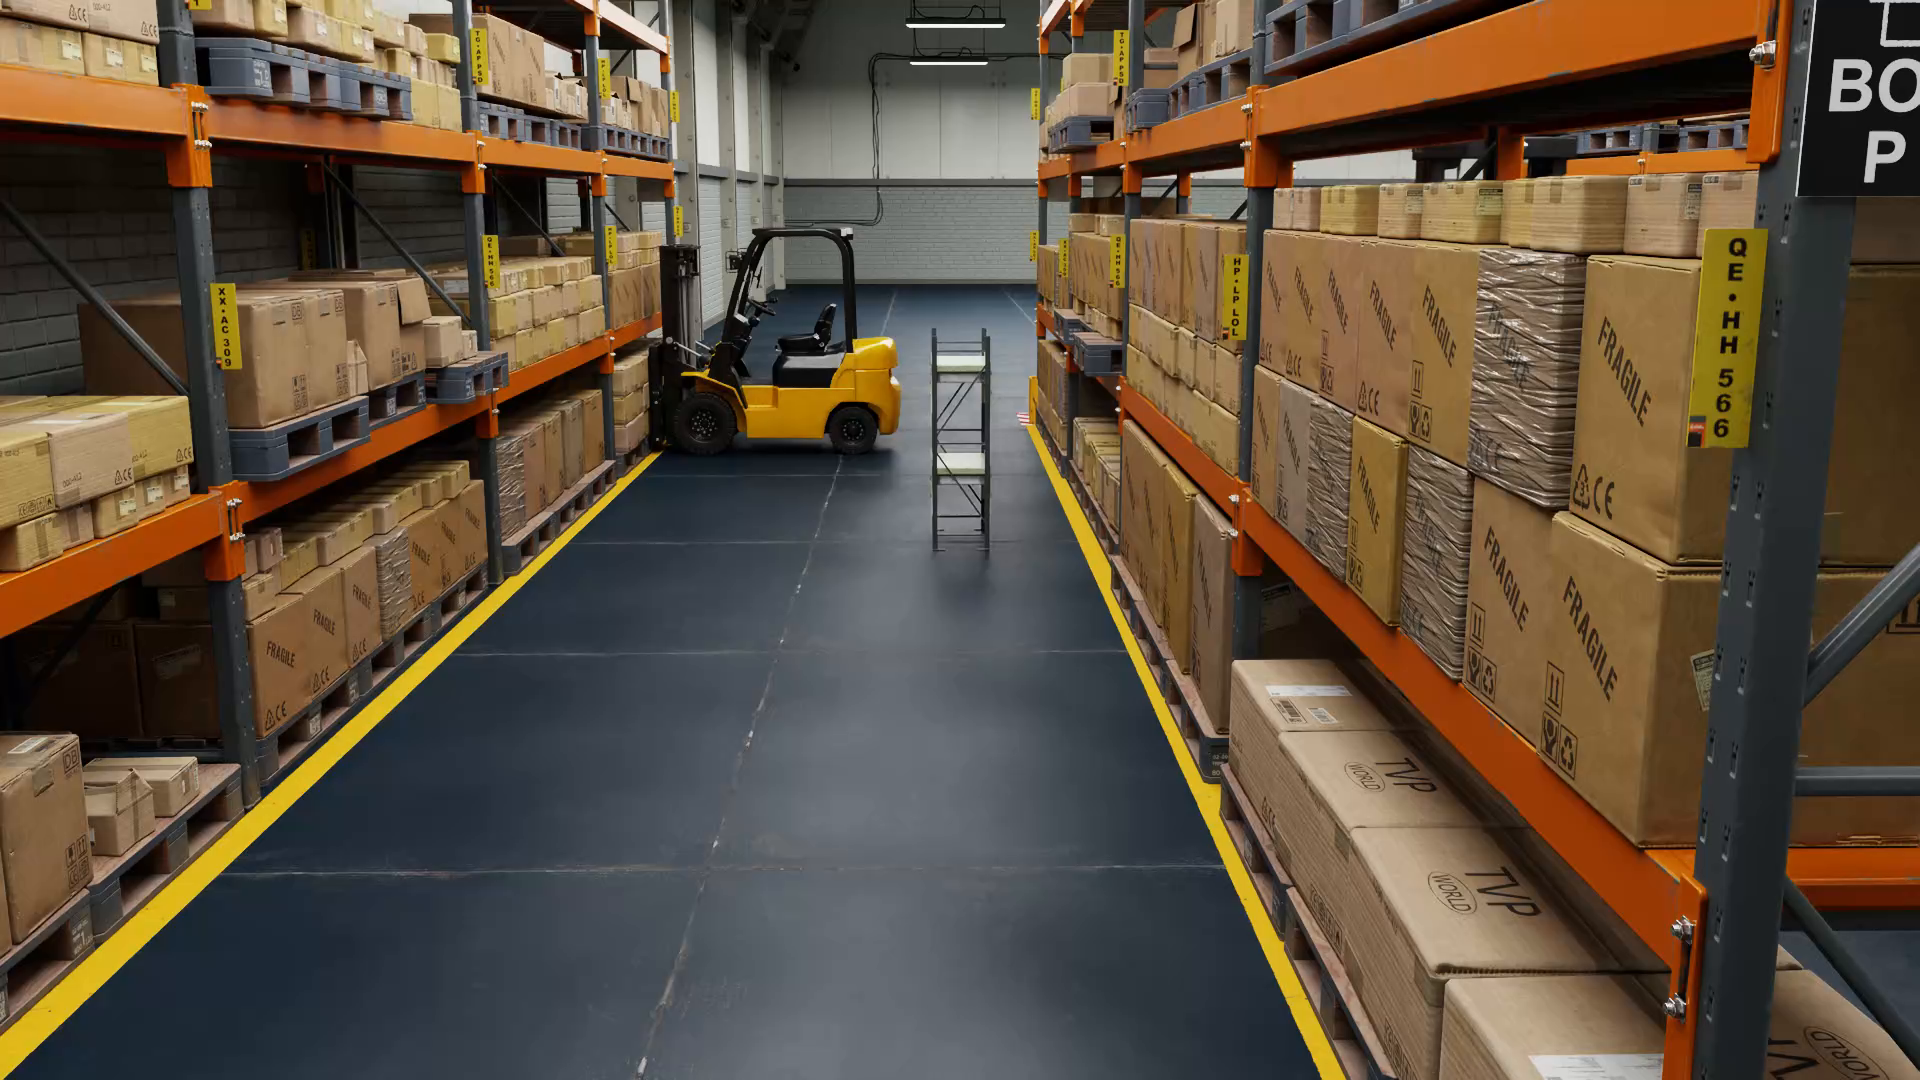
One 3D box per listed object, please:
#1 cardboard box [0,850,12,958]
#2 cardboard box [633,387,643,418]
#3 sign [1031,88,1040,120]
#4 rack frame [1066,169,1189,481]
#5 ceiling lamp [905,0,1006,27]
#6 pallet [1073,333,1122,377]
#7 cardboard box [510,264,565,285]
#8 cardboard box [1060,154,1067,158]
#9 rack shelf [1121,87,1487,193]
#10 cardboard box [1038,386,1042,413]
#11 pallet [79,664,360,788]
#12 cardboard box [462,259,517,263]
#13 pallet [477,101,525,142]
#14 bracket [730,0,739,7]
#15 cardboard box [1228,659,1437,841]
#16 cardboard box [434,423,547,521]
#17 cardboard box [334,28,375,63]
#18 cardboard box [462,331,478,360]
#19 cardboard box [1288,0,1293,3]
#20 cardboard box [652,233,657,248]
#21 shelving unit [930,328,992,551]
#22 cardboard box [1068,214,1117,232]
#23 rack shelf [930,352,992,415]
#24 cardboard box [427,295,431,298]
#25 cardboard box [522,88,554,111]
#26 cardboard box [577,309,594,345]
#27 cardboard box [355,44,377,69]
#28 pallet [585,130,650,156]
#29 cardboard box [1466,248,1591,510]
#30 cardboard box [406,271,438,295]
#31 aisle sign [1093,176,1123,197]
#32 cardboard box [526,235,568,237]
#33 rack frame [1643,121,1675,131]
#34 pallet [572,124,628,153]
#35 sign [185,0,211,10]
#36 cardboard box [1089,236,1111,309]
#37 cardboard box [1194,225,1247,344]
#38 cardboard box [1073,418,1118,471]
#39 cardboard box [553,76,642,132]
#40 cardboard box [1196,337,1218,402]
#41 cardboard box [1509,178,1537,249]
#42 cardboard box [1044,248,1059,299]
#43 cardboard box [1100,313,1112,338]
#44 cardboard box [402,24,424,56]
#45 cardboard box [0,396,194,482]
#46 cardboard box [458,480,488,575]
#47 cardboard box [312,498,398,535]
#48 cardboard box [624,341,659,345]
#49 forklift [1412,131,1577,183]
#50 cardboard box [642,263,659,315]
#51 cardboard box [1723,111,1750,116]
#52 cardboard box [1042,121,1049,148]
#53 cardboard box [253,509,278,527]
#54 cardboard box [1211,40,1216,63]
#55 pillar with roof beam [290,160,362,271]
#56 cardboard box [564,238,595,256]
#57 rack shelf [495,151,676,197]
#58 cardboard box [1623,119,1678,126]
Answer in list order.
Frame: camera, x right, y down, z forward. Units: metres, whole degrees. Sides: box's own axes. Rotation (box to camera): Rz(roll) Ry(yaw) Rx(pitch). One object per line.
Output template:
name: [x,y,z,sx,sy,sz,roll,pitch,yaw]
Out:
cardboard box: [-3.080,1.028,4.679,0.500,0.500,0.500,0,11,0]
cardboard box: [-3.234,-1.280,15.426,0.500,0.250,0.500,0,11,-1]
sign: [0.817,-4.692,17.898,0.100,0.325,0.005,0,11,-1]
rack frame: [1.442,-2.000,14.375,1.000,3.000,0.127,0,11,-1]
ceiling lamp: [-0.093,-11.837,33.091,2.000,3.185,0.800,0,11,-1]
pallet: [1.404,-1.252,11.171,1.213,0.211,1.003,0,11,-1]
cardboard box: [-3.152,-1.973,12.357,0.380,0.149,0.250,-1,11,-3]
cardboard box: [1.124,-3.613,15.413,0.380,0.149,0.250,0,11,0]
rack shelf: [1.566,-1.925,8.269,1.077,0.370,4.000,0,11,-1]
cardboard box: [1.100,-1.492,17.730,0.500,0.250,0.500,0,11,-2]
pallet: [-3.410,0.816,7.506,1.003,0.211,1.213,0,11,-1]
cardboard box: [-3.770,-2.172,13.339,0.380,0.149,0.250,0,11,-1]
pallet: [-3.541,-2.696,10.735,1.213,0.211,1.003,0,11,1]
bracket: [-4.445,-10.321,31.248,0.076,0.066,4.783,0,11,-1]
cardboard box: [1.513,0.765,6.132,0.875,0.438,0.875,0,11,-2]
cardboard box: [-3.458,-0.480,11.797,0.875,0.625,0.625,0,11,1]
cardboard box: [-3.021,-2.357,7.914,0.380,0.149,0.250,0,11,0]
cardboard box: [-3.040,-1.138,9.699,0.380,0.149,0.250,0,11,0]
cardboard box: [1.410,-2.066,5.596,0.500,0.500,0.500,0,11,0]
cardboard box: [-3.269,-3.015,16.744,0.380,0.149,0.250,0,11,0]
shelving unit: [0.000,-0.736,11.917,0.431,1.500,0.755,0,11,-1]
cardboard box: [1.098,-2.624,13.761,0.380,0.149,0.250,0,11,-1]
rack shelf: [0.000,-1.119,11.839,0.431,0.370,0.720,0,11,-1]
cardboard box: [-3.725,-1.444,10.751,0.500,0.250,0.500,0,11,0]
cardboard box: [-3.178,-3.210,12.119,0.380,0.149,0.250,0,11,-2]
cardboard box: [-3.232,-1.707,13.305,0.500,0.250,0.500,0,11,-1]
cardboard box: [-3.189,-2.451,8.425,0.380,0.149,0.250,0,11,1]
pallet: [-3.586,-3.817,16.009,1.003,0.211,1.213,0,11,-1]
cardboard box: [1.402,-0.353,3.487,0.500,0.500,0.500,0,11,-1]
cardboard box: [-3.708,-1.718,11.101,0.380,0.149,0.250,0,11,-1]
aisle sign: [1.648,-4.083,18.102,0.394,0.787,0.004,0,11,-1]
cardboard box: [-3.865,-2.758,15.478,0.380,0.149,0.250,0,11,-2]
rack frame: [6.389,-4.981,13.978,1.000,3.000,0.127,0,11,-1]
pallet: [-3.564,-3.575,14.817,1.003,0.211,1.213,0,11,-1]
sign: [-2.813,-2.116,6.101,0.100,0.325,0.005,0,11,-1]
cardboard box: [1.204,-1.898,11.815,0.500,0.500,0.500,-1,12,-5]
cardboard box: [1.329,-1.140,7.367,0.500,0.500,0.500,0,11,0]
cardboard box: [1.456,-0.814,14.081,0.950,0.372,0.625,0,11,0]
cardboard box: [-3.455,-4.142,15.822,0.797,0.503,0.637,0,11,1]
cardboard box: [1.338,-0.768,7.418,0.500,0.250,0.500,0,11,0]
cardboard box: [1.400,-0.694,3.538,0.380,0.149,0.250,0,11,0]
cardboard box: [1.118,-2.691,16.778,0.500,0.500,0.500,0,11,-2]
cardboard box: [1.155,-1.455,11.263,0.380,0.149,0.250,0,11,-2]
cardboard box: [-3.179,-2.749,9.149,0.380,0.149,0.250,-1,11,-3]
cardboard box: [-3.101,-0.361,5.924,0.500,0.250,0.500,0,11,0]
cardboard box: [-3.214,-0.082,10.148,0.500,0.500,0.500,0,11,0]
cardboard box: [-3.175,-0.122,8.715,0.380,0.149,0.250,-1,11,-4]
cardboard box: [-3.265,-1.931,17.377,0.500,0.250,0.500,0,11,0]
forklift: [3.326,-1.313,11.158,1.130,2.935,3.031,0,11,1]
cardboard box: [-3.318,-2.522,16.693,0.500,0.500,0.500,0,11,-2]
cardboard box: [6.158,-3.363,12.871,0.380,0.149,0.250,0,11,-1]
cardboard box: [1.104,-4.137,16.990,0.500,0.250,0.500,0,11,-2]
cardboard box: [-3.695,-0.067,8.445,0.380,0.149,0.250,-1,11,-3]
cardboard box: [1.419,-2.347,8.069,0.380,0.166,0.250,1,11,4]
pillar with roof beam: [-0.062,-4.397,11.101,9.100,9.000,0.400,0,11,-1]
cardboard box: [-3.230,-2.557,14.485,0.380,0.149,0.250,0,11,0]
rack shelf: [-3.562,-3.494,16.004,1.077,0.370,4.000,0,11,-1]
cardboard box: [6.062,-3.714,14.600,0.380,0.149,0.250,0,11,-1]
